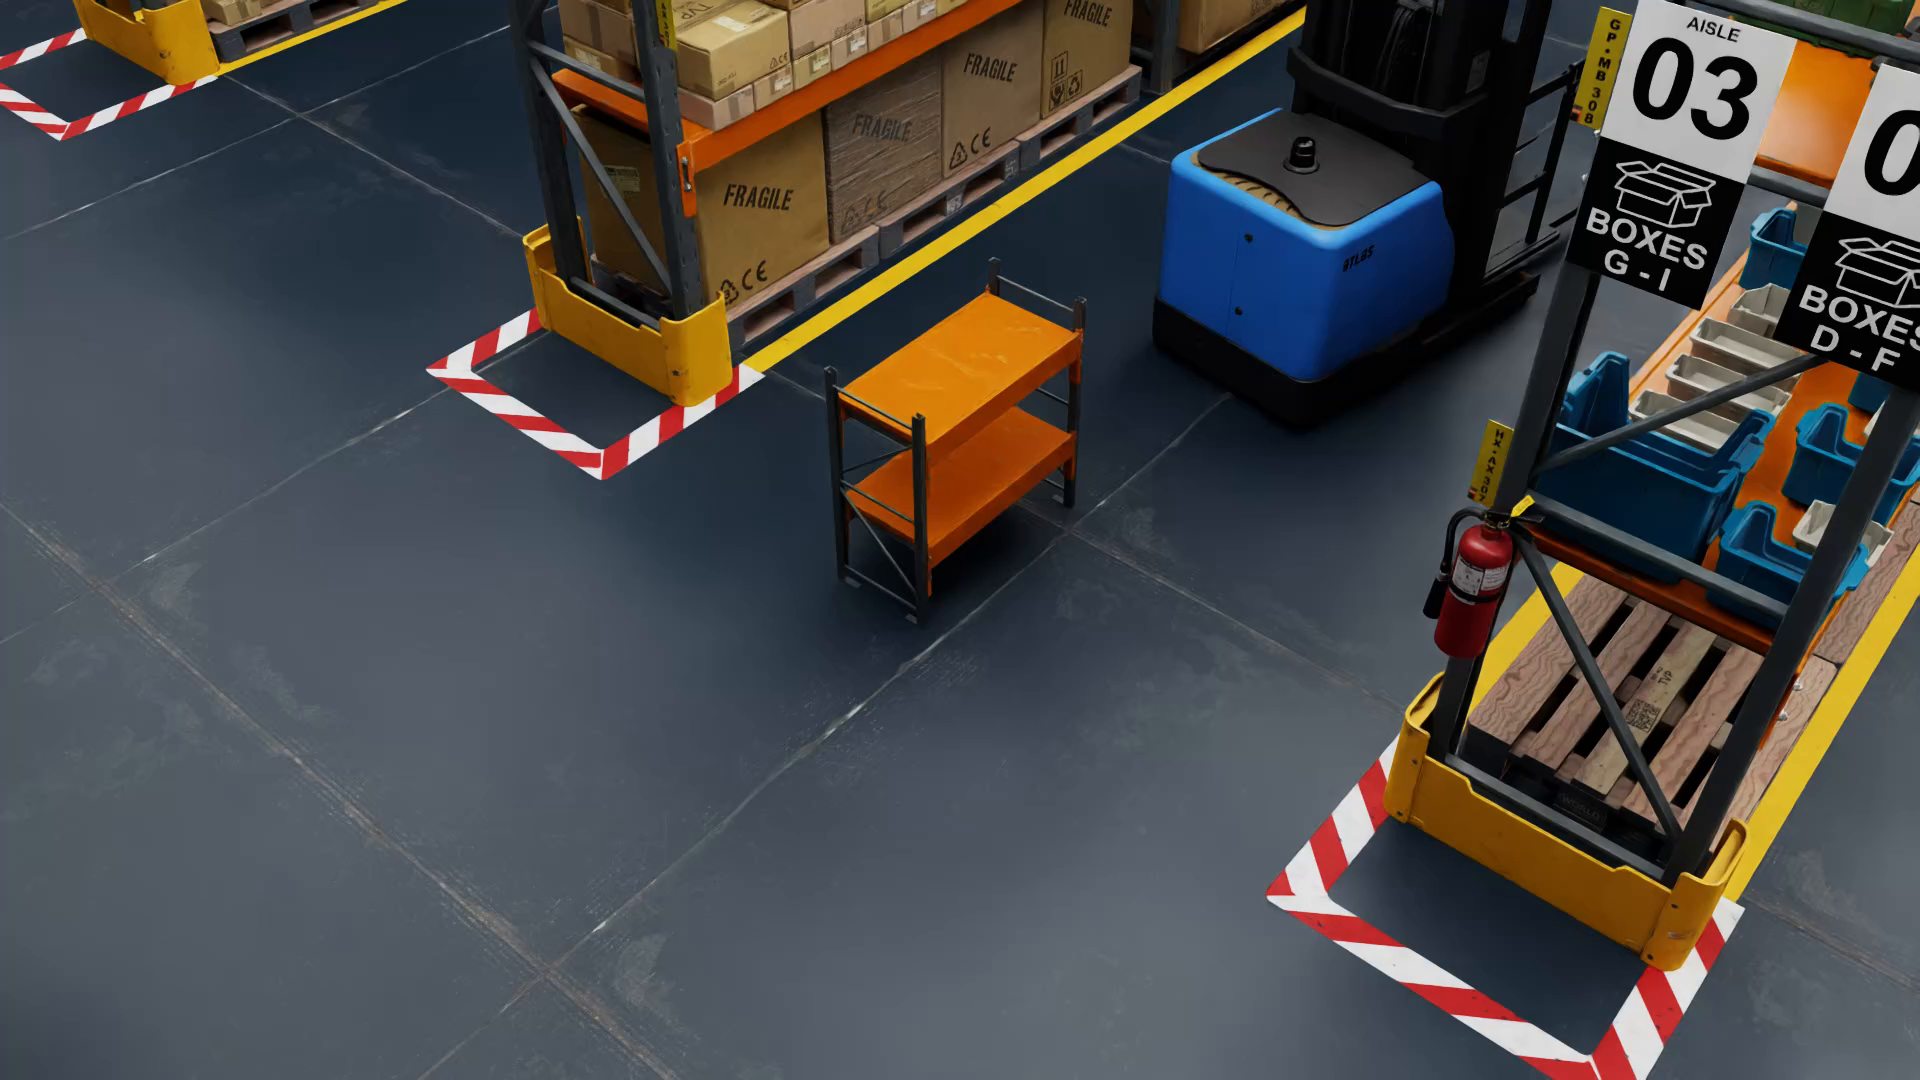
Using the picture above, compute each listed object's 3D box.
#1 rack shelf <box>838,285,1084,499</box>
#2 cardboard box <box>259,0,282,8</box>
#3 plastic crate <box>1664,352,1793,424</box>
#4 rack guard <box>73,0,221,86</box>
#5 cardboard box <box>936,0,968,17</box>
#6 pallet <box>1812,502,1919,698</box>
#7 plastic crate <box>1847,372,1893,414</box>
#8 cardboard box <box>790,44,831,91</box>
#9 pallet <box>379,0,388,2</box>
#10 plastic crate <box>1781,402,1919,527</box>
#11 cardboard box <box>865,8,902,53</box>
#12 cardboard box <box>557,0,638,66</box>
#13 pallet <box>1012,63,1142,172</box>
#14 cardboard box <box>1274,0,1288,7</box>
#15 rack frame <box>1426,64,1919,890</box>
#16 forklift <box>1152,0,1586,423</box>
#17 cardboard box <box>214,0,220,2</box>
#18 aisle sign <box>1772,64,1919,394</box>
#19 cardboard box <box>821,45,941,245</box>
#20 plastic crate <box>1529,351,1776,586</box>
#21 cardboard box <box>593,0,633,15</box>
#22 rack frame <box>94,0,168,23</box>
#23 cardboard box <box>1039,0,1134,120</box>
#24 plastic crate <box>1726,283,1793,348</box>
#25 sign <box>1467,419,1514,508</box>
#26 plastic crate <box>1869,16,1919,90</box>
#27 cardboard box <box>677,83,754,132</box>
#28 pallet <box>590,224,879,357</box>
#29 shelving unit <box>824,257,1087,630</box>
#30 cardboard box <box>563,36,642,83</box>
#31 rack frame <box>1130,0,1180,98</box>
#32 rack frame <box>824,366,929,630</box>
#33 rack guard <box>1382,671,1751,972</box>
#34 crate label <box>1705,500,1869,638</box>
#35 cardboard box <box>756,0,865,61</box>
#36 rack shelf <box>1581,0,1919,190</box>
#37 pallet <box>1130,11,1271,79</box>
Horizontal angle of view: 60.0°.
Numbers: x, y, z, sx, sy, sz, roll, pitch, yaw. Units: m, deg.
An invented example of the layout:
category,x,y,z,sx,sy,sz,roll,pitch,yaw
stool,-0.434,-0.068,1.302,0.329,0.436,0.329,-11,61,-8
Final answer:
category,x,y,z,sx,sy,sz,roll,pitch,yaw
rack shelf,-0.004,-0.629,6.853,0.538,0.278,1.000,29,50,28
cardboard box,-4.692,-3.696,11.074,0.380,0.149,0.250,29,50,28
plastic crate,2.726,-0.516,5.921,0.396,0.136,0.243,29,50,28
rack guard,-5.331,-3.408,10.809,1.175,0.500,0.348,29,50,28
cardboard box,-0.179,-2.834,8.506,0.380,0.149,0.250,28,49,27
pallet,3.488,0.049,7.222,1.003,0.211,1.213,29,50,28
plastic crate,3.400,-0.573,5.912,0.416,0.233,0.300,29,50,28
cardboard box,-0.840,-2.306,7.926,0.380,0.149,0.250,28,49,28
pallet,-3.996,-4.330,12.037,1.003,0.211,1.213,29,50,28
plastic crate,2.976,-0.234,5.540,0.416,0.233,0.300,29,50,28
cardboard box,-0.508,-2.571,8.217,0.380,0.149,0.250,29,49,28
cardboard box,-1.540,-2.513,7.857,0.500,0.250,0.500,29,50,28
pallet,0.376,-2.765,10.316,1.003,0.211,1.213,29,50,28
cardboard box,1.896,-4.322,11.223,1.225,0.875,0.875,28,49,27
rack frame,2.142,0.050,5.148,1.000,3.000,0.127,29,50,28
forklift,2.423,-2.492,7.995,3.031,2.935,1.130,-30,50,-29
cardboard box,-4.847,-3.663,10.817,0.380,0.149,0.250,32,51,30
aisle sign,2.323,-0.746,4.091,0.394,0.787,0.004,29,50,28
cardboard box,-0.713,-2.296,8.995,0.875,0.875,0.875,29,50,28
plastic crate,2.214,-0.239,5.394,0.616,0.435,0.499,29,50,28
cardboard box,-1.537,-2.791,7.605,0.500,0.500,0.500,30,50,29
rack frame,-5.380,-4.294,9.925,1.000,3.000,0.127,29,50,28
cardboard box,0.439,-3.218,10.009,0.875,0.875,0.875,29,50,28
plastic crate,3.063,-0.830,6.267,0.298,0.136,0.250,29,50,28
sign,1.710,-0.240,5.345,0.100,0.325,0.005,29,50,28
plastic crate,2.603,-1.089,4.268,0.497,0.269,0.590,29,50,28
cardboard box,-1.168,-2.041,7.634,0.380,0.149,0.250,30,50,29
pallet,-1.194,-1.508,8.934,1.003,0.211,1.213,29,50,28
shelving unit,-0.004,-0.413,7.050,0.538,1.125,1.048,29,50,28
cardboard box,-1.672,-2.327,7.949,0.380,0.149,0.250,30,50,29
rack frame,0.925,-4.154,9.771,1.000,3.000,0.127,29,50,28
rack frame,-0.332,-0.151,6.762,0.500,1.125,0.032,29,50,28
rack guard,2.136,0.993,5.969,1.175,0.500,0.348,29,50,28
crate label,2.553,0.105,5.167,0.416,0.233,0.303,29,50,28
cardboard box,-0.804,-2.550,7.897,0.500,0.250,0.500,29,50,28
rack shelf,3.429,-1.823,5.513,1.077,0.370,4.000,29,50,28
pallet,1.364,-3.552,11.182,1.003,0.211,1.213,29,50,28
